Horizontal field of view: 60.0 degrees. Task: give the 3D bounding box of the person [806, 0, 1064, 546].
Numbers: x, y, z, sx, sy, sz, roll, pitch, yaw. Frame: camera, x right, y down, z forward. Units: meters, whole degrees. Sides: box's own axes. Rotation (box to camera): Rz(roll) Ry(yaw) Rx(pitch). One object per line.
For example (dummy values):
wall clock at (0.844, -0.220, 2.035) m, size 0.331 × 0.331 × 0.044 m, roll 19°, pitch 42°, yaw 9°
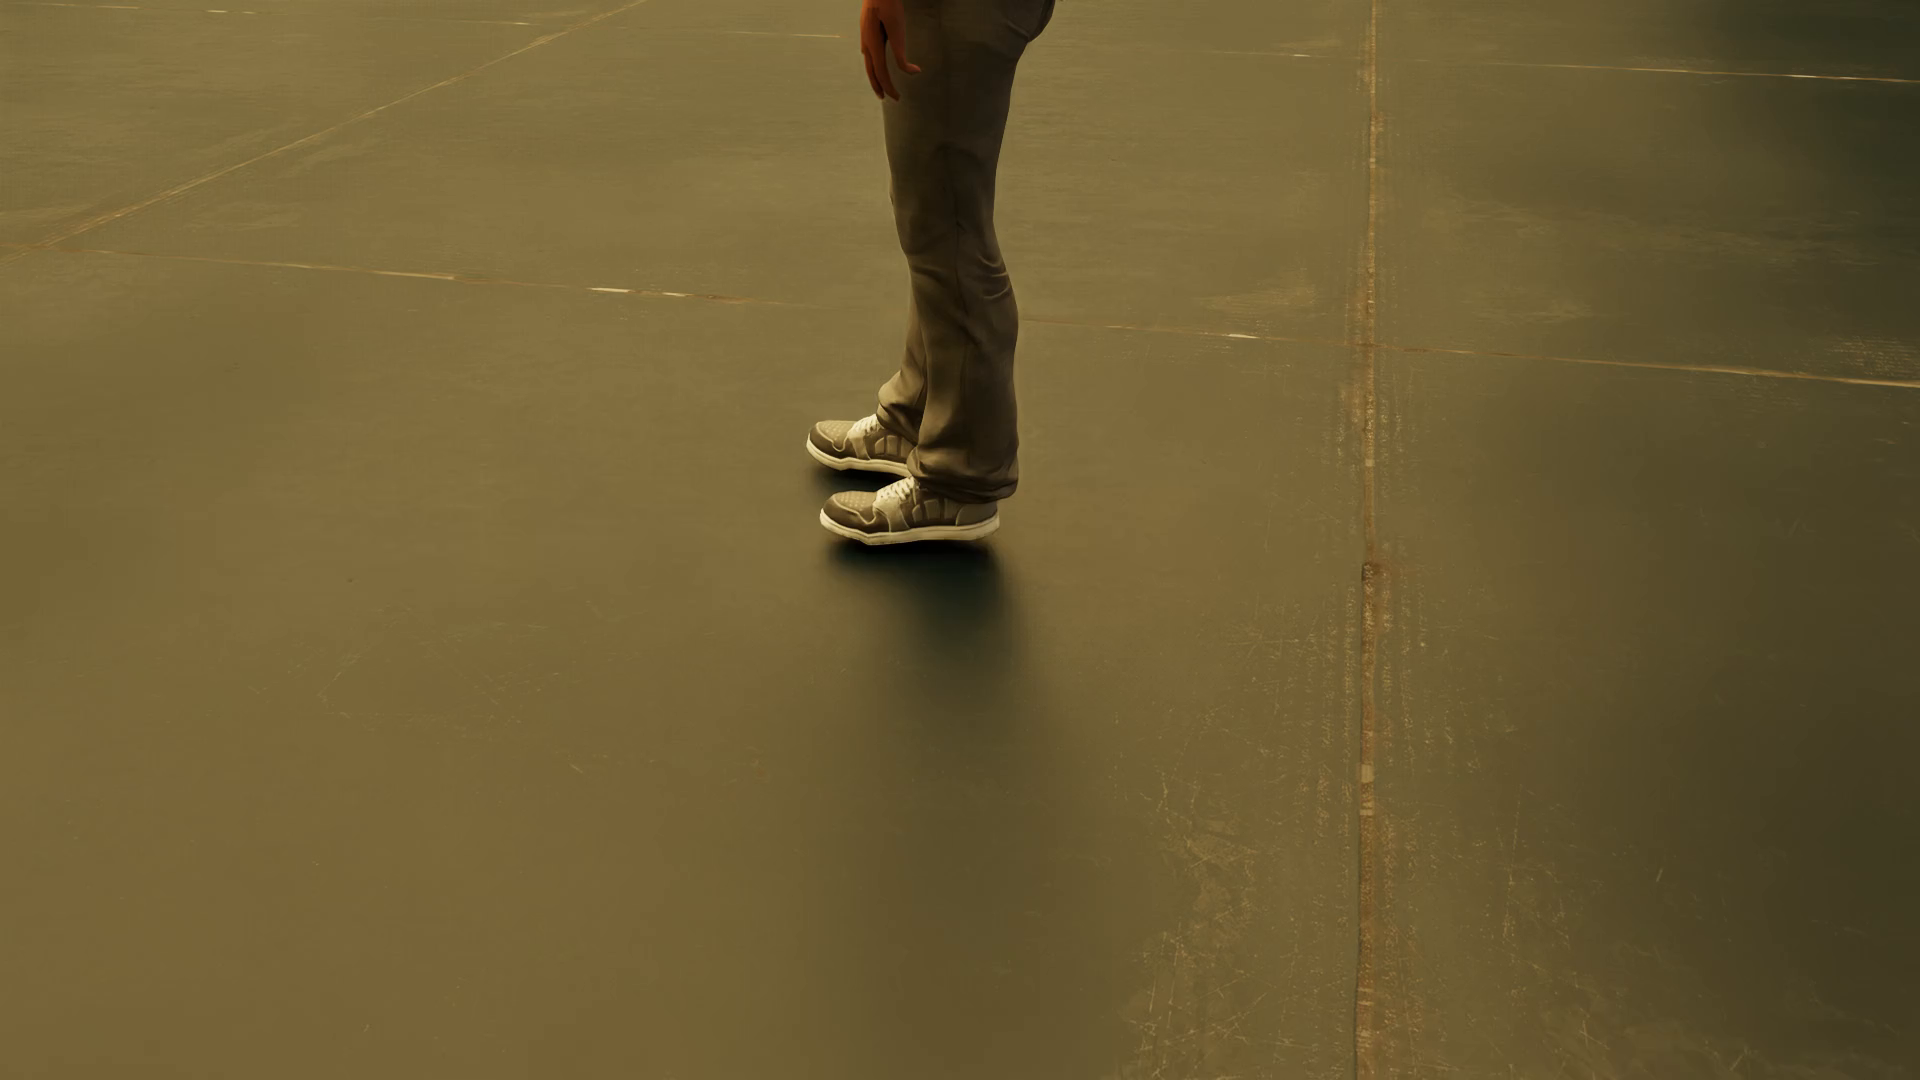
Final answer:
person at (-0.020, -0.722, 2.157) m, size 0.370 × 1.585 × 0.520 m, roll 6°, pitch 27°, yaw 11°
